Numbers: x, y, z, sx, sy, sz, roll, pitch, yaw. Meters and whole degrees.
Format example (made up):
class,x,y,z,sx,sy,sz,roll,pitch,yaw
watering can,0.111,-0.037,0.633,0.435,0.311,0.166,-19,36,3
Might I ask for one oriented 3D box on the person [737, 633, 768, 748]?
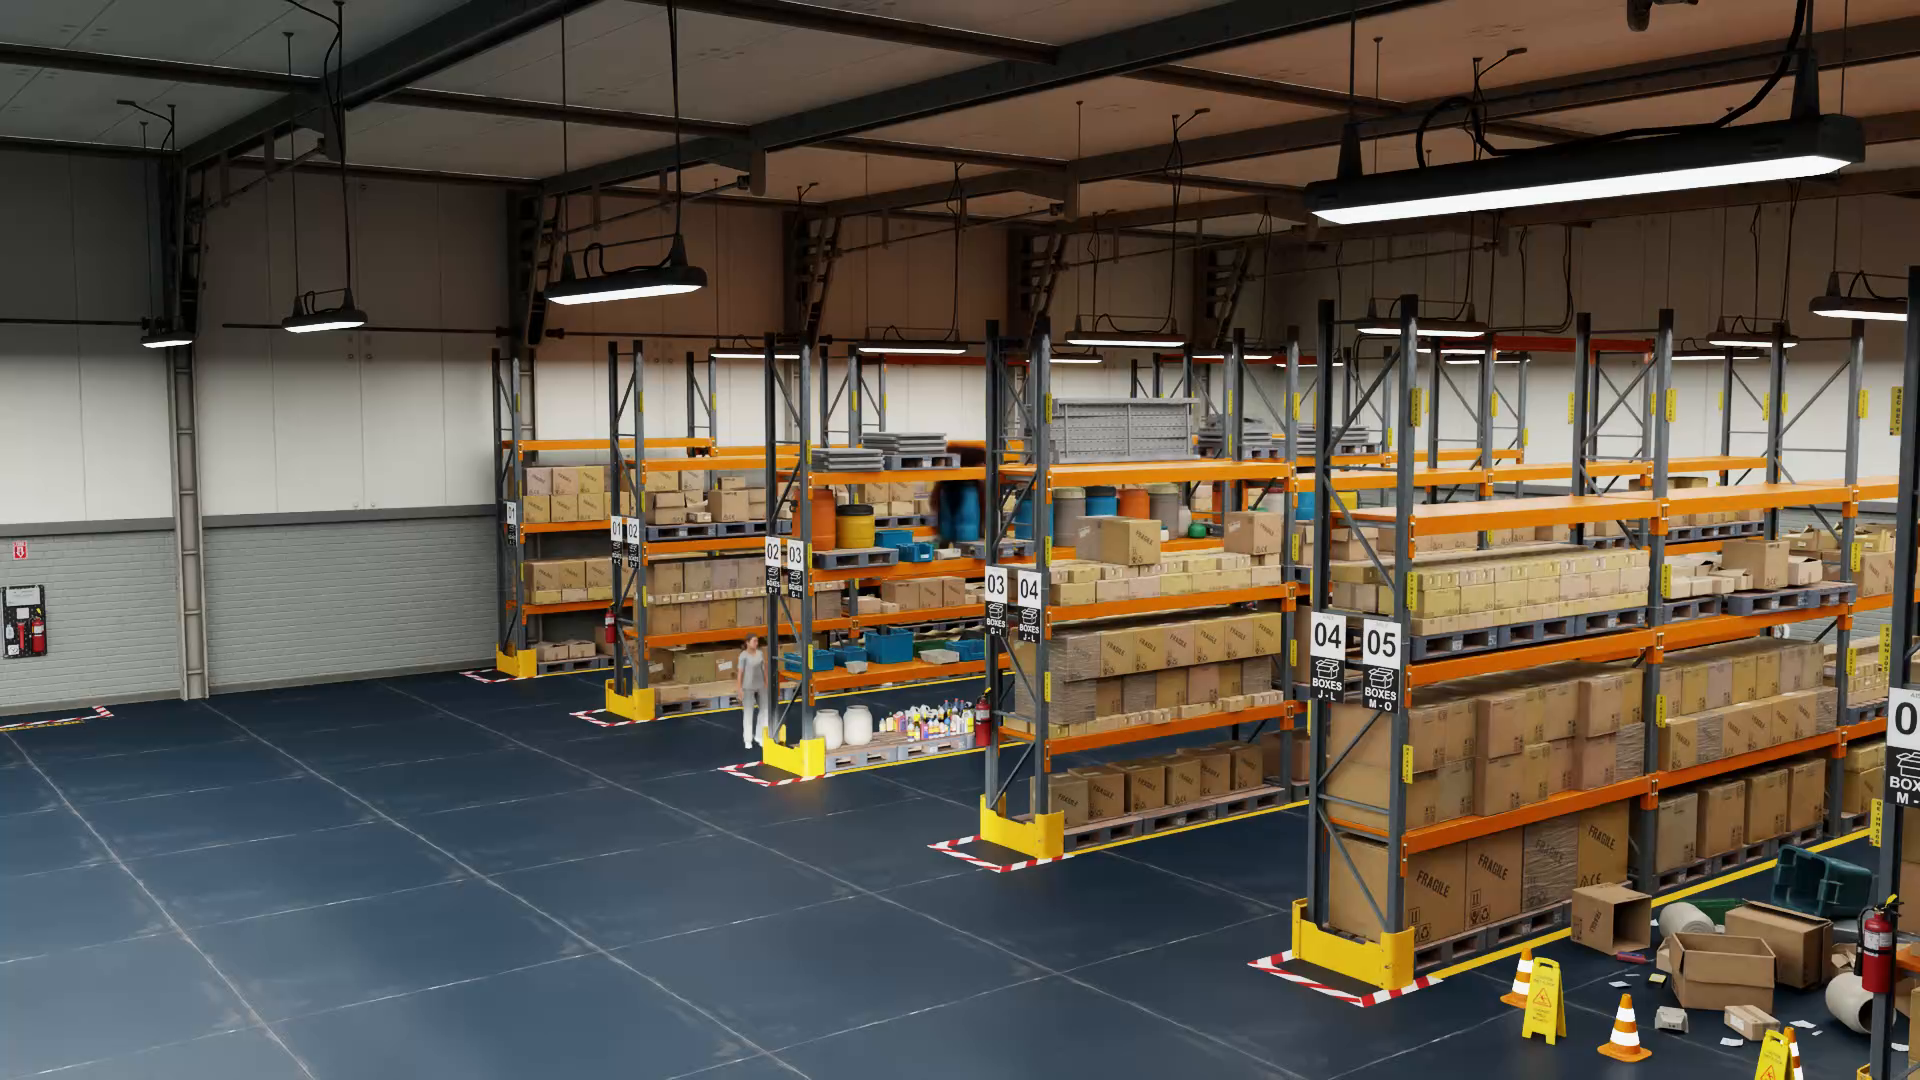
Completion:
class,x,y,z,sx,sy,sz,roll,pitch,yaw
person,-3.030,2.222,24.372,0.535,1.741,0.380,-4,6,-36

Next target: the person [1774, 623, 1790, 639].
class,x,y,z,sx,sy,sz,roll,pitch,yaw
person,14.215,1.784,29.053,0.493,1.702,0.516,3,6,28
